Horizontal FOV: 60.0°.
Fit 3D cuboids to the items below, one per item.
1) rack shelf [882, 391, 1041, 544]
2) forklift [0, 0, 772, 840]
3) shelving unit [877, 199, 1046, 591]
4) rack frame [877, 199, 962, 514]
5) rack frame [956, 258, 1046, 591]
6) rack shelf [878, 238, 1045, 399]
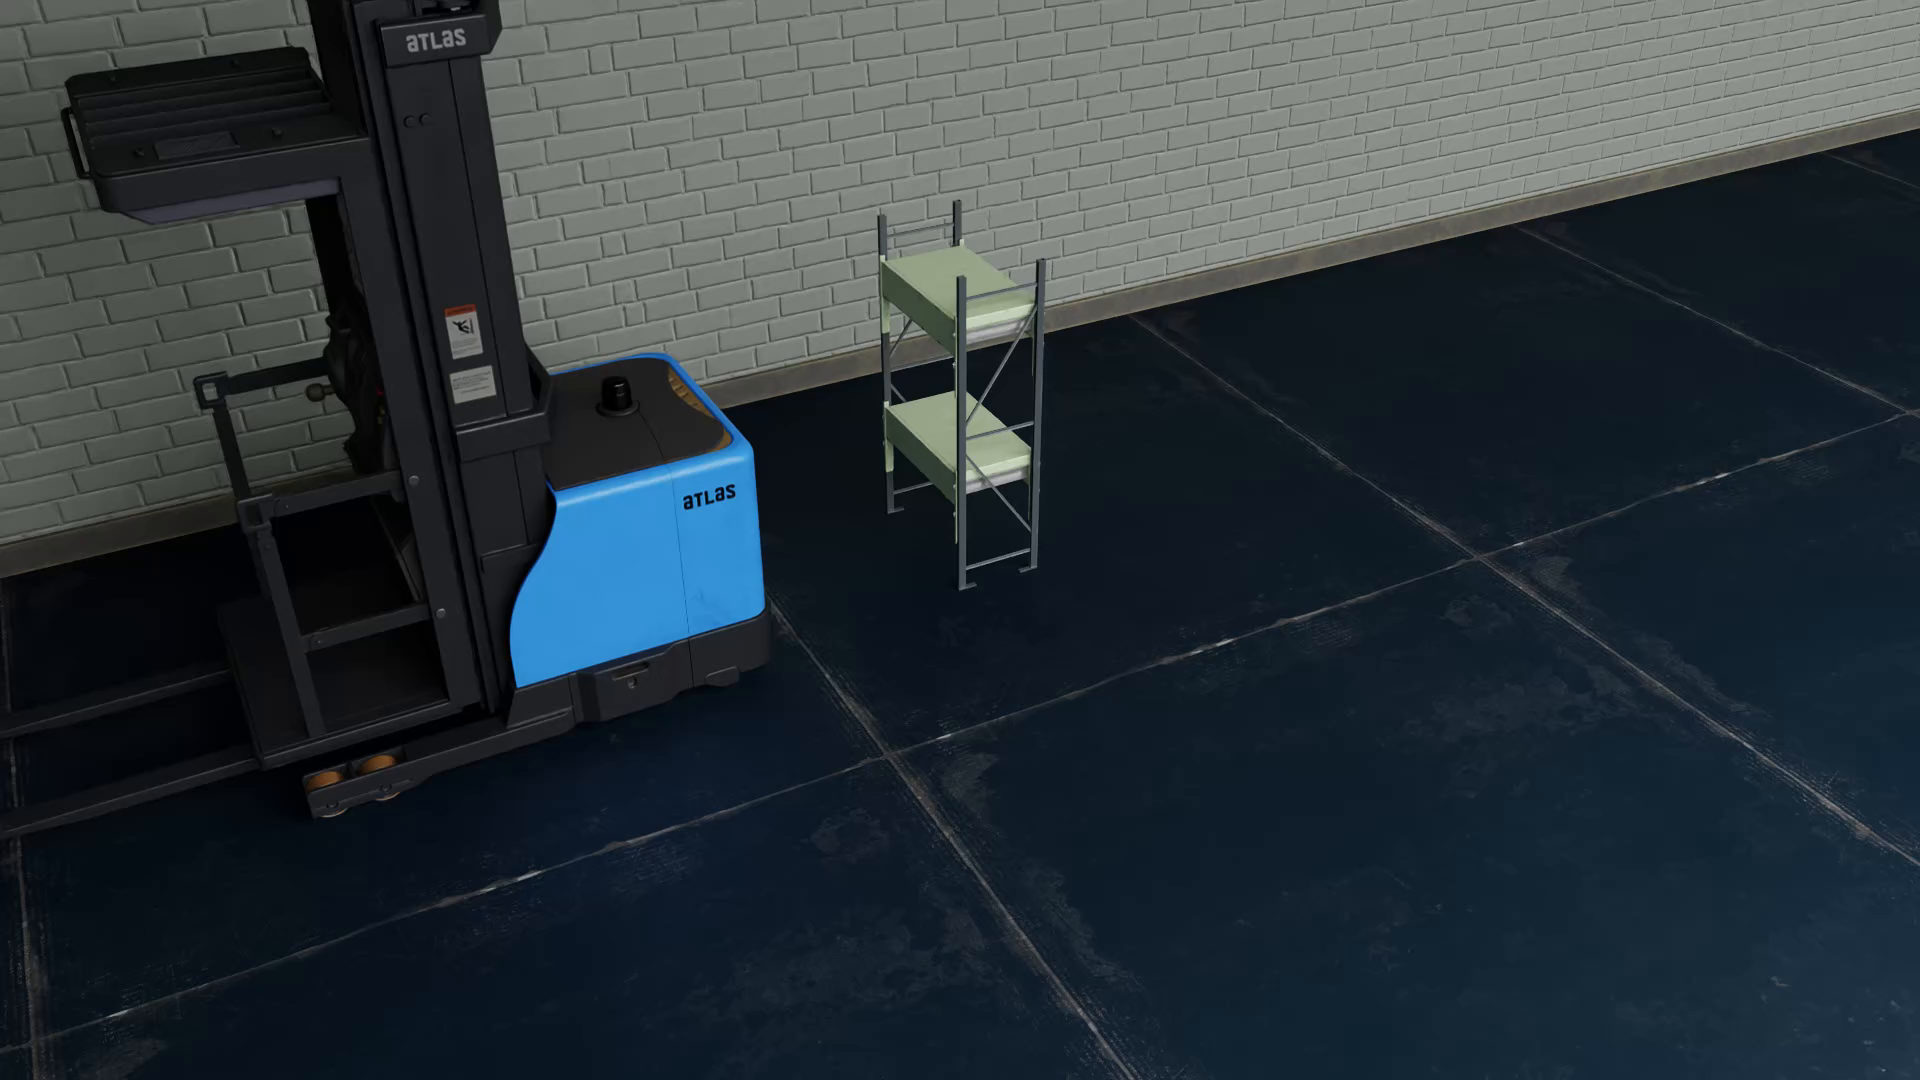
[{"bbox_3d":[-0.003,-0.360,7.526,0.431,0.370,0.720,-16,36,-23],"label":"rack shelf"},{"bbox_3d":[-2.320,-0.536,5.869,3.031,2.935,1.130,-16,36,-24],"label":"forklift"},{"bbox_3d":[-0.003,-0.635,7.350,0.431,1.500,0.755,-16,36,-23],"label":"shelving unit"},{"bbox_3d":[-0.174,-0.809,7.623,0.400,1.500,0.023,-16,36,-23],"label":"rack frame"},{"bbox_3d":[0.168,-0.460,7.078,0.400,1.500,0.023,-16,36,-23],"label":"rack frame"},{"bbox_3d":[-0.003,-0.963,7.140,0.431,0.370,0.720,-16,36,-23],"label":"rack shelf"}]
